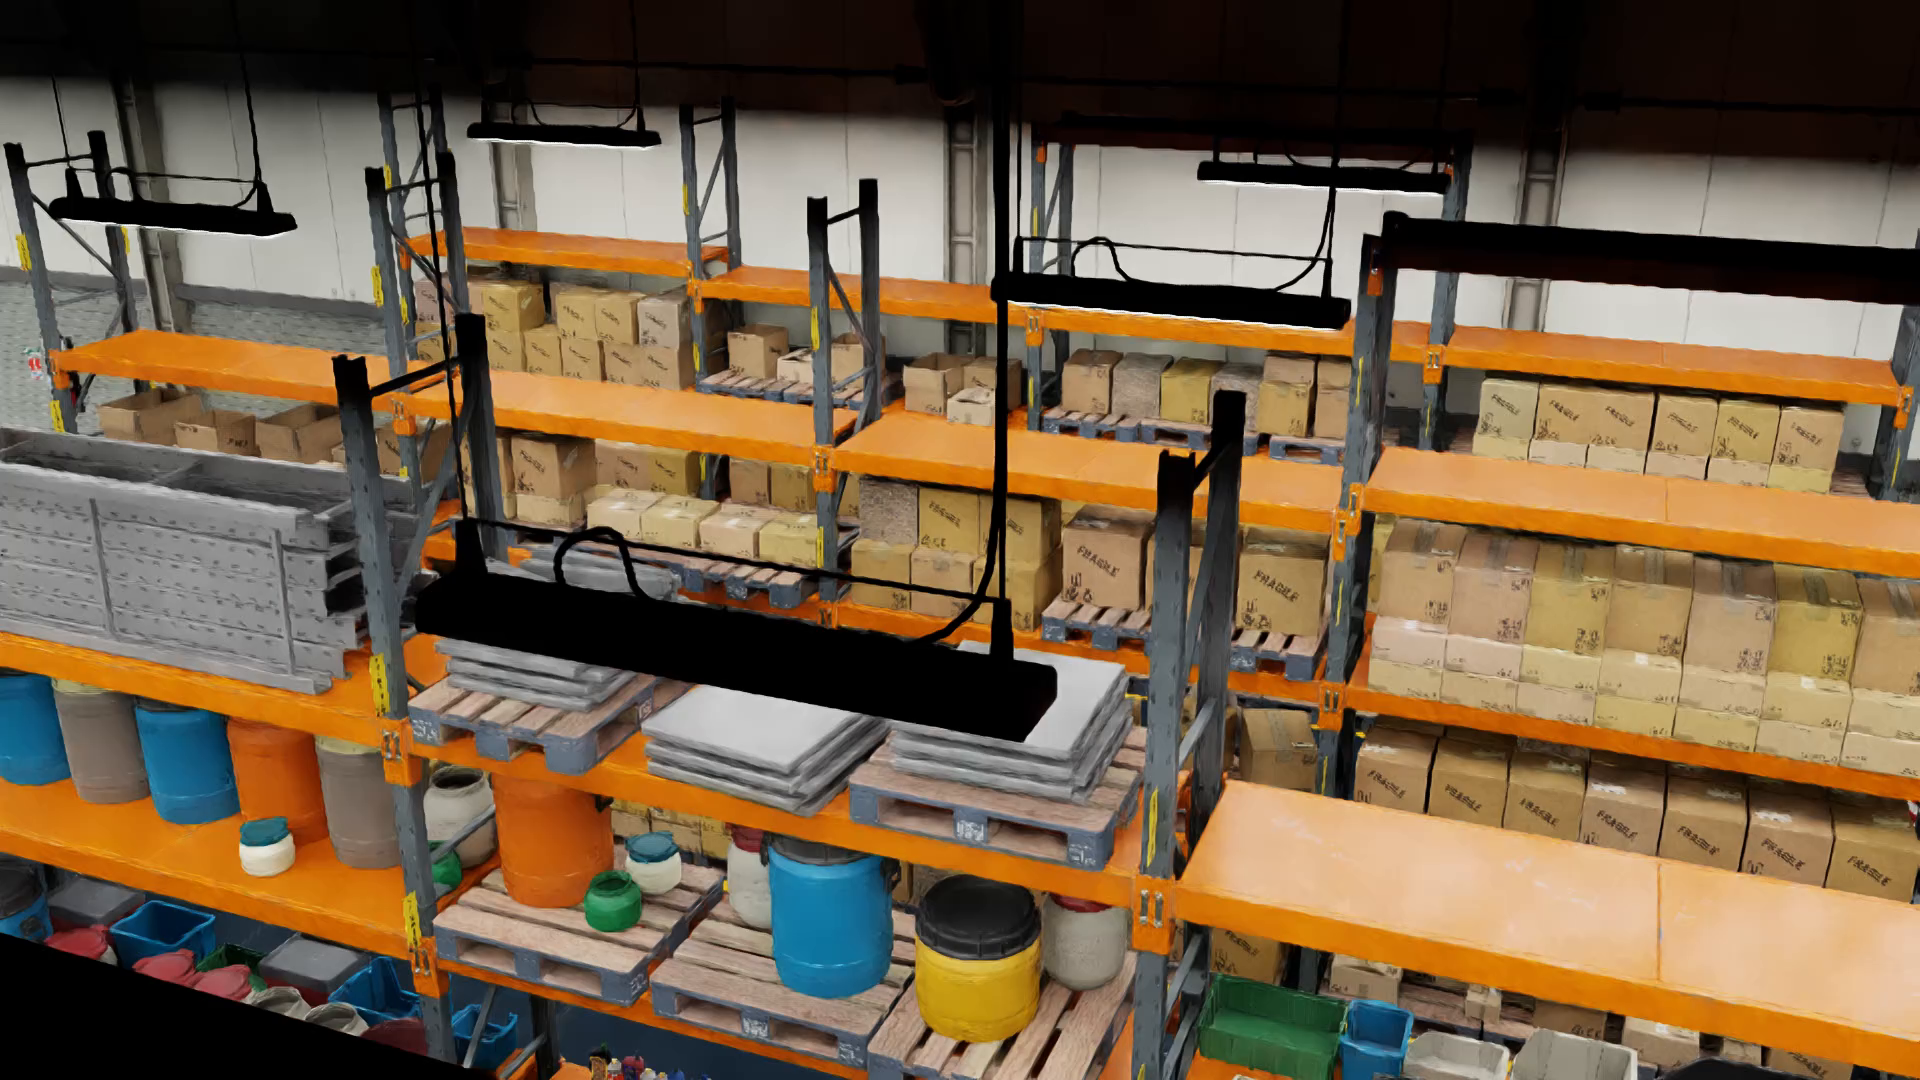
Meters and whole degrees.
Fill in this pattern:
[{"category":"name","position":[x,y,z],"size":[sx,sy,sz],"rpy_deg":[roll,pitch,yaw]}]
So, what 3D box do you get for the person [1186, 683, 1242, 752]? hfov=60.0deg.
[{"category":"person","position":[2.444,1.335,16.513],"size":[1.116,1.640,0.547],"rpy_deg":[7,22,18]}]
